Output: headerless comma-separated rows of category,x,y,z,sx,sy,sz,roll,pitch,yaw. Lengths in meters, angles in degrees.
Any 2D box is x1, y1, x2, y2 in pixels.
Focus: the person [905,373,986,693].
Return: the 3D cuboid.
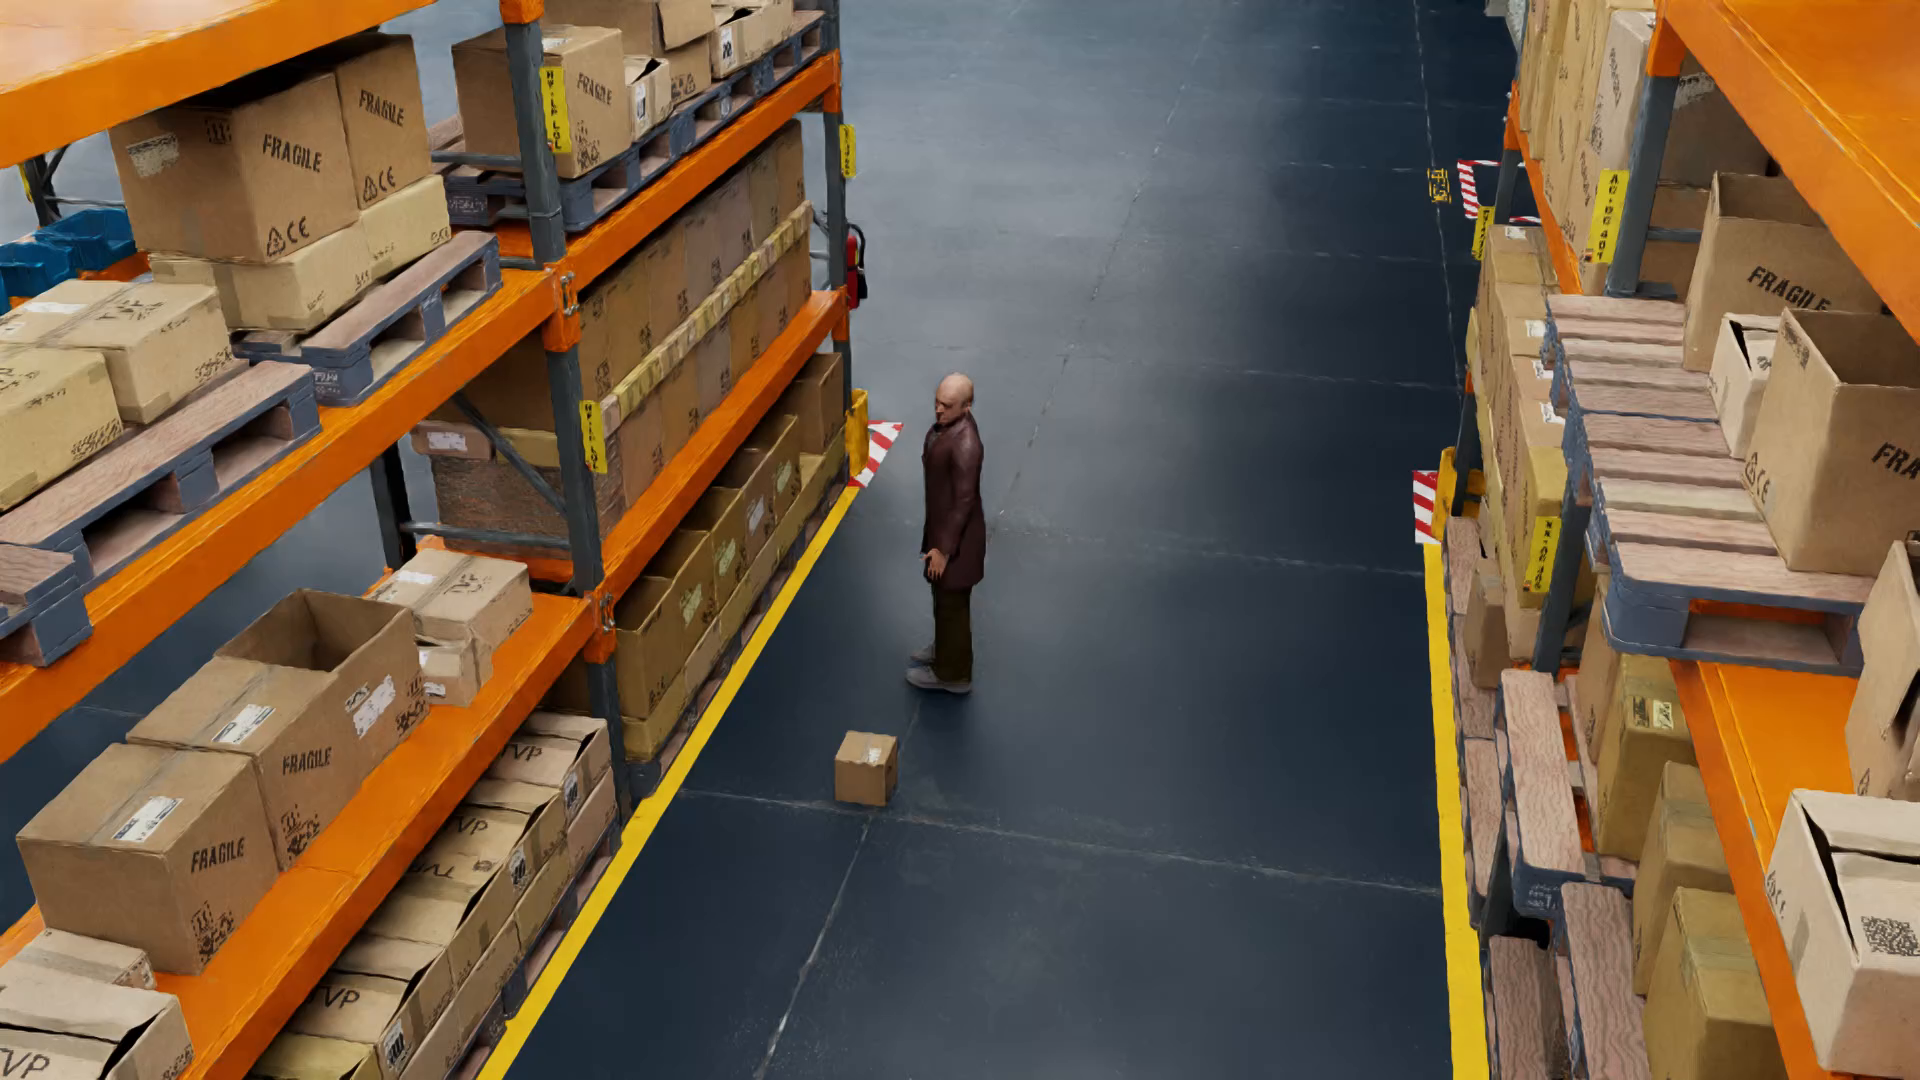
person,-0.084,-0.021,8.674,0.432,1.826,0.631,-3,29,-6
